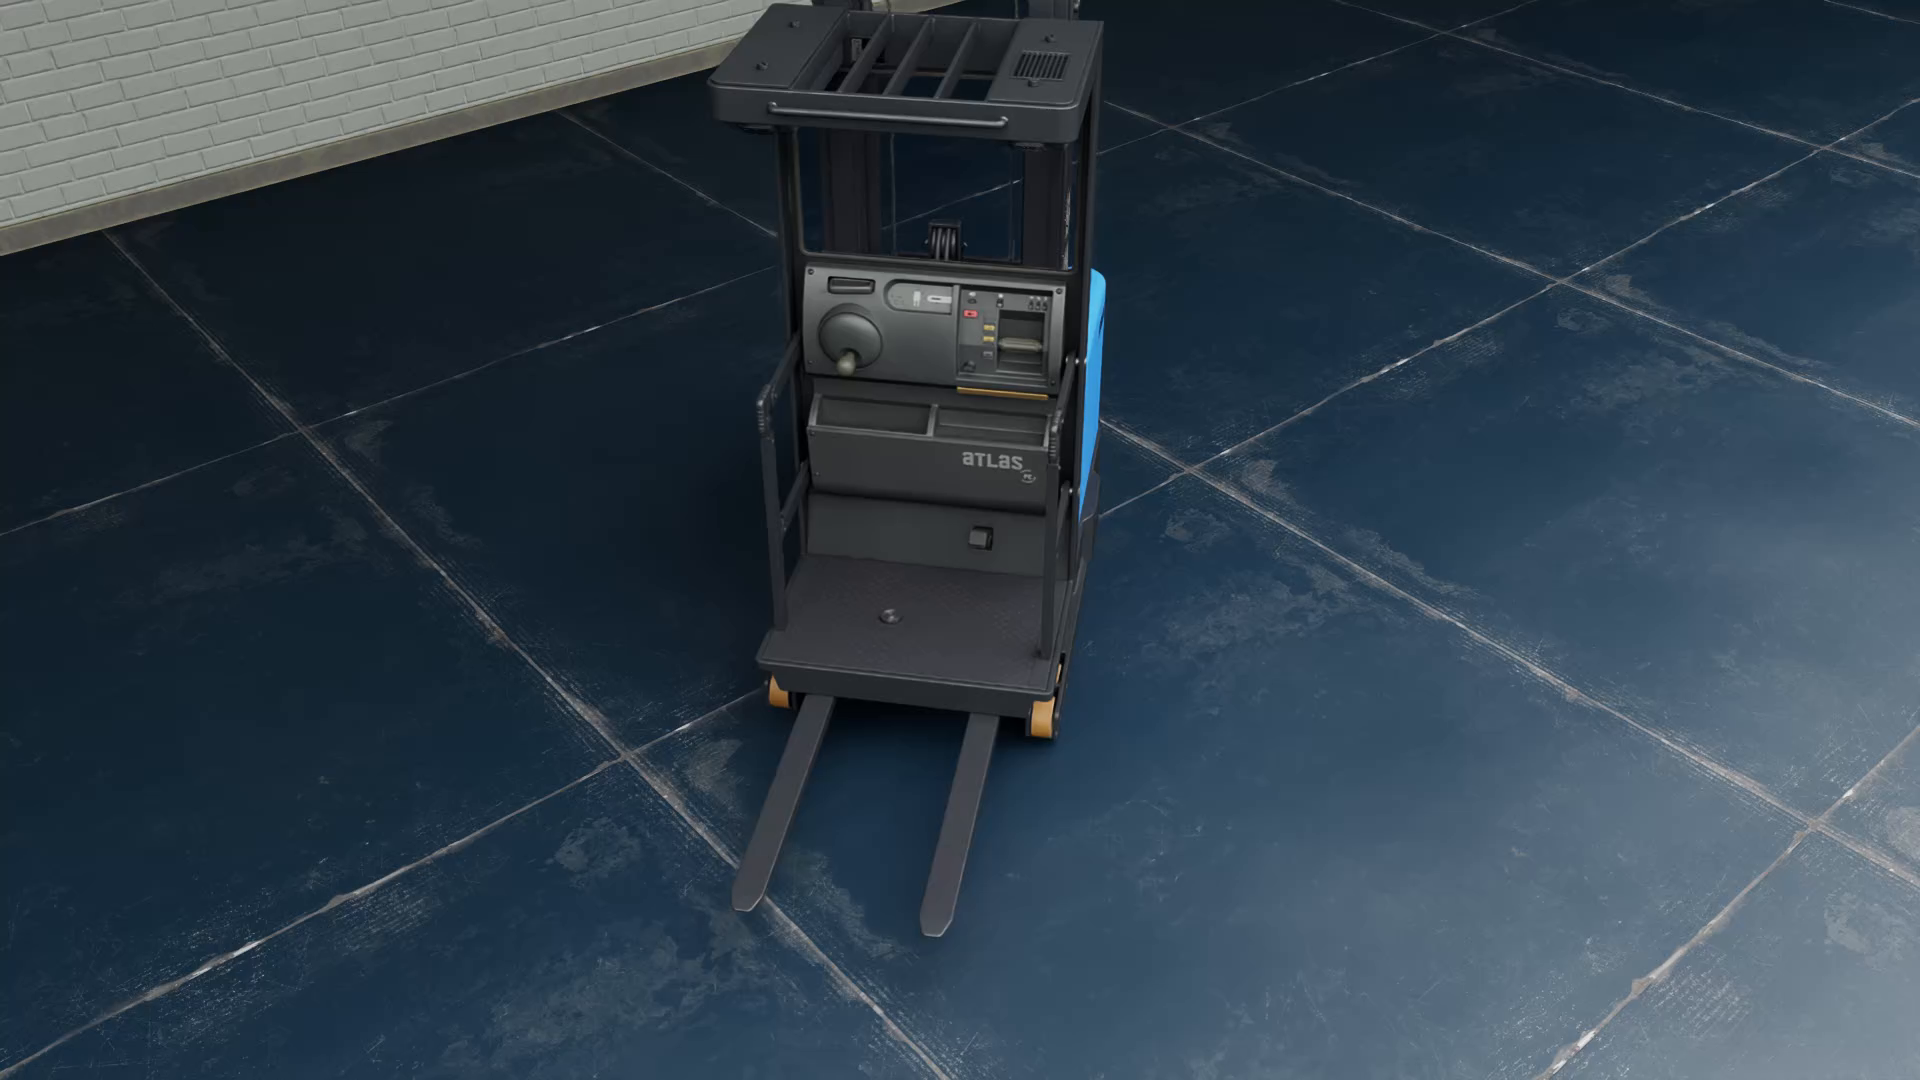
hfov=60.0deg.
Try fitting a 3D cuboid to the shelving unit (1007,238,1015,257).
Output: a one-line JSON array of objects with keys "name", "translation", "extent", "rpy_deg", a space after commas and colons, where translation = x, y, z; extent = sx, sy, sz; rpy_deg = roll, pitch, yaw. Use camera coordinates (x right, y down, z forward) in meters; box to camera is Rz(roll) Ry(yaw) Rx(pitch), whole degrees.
[{"name": "shelving unit", "translation": [0.101, -0.854, 7.547], "extent": [0.252, 1.050, 0.215], "rpy_deg": [6, 36, 8]}]

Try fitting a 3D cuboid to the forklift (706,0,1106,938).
[{"name": "forklift", "translation": [-0.130, -0.683, 5.678], "extent": [1.130, 2.935, 3.031], "rpy_deg": [6, 36, 8]}]

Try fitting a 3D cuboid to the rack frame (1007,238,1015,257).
[{"name": "rack frame", "translation": [0.221, -0.842, 7.530], "extent": [0.008, 1.050, 0.200], "rpy_deg": [6, 36, 8]}]
